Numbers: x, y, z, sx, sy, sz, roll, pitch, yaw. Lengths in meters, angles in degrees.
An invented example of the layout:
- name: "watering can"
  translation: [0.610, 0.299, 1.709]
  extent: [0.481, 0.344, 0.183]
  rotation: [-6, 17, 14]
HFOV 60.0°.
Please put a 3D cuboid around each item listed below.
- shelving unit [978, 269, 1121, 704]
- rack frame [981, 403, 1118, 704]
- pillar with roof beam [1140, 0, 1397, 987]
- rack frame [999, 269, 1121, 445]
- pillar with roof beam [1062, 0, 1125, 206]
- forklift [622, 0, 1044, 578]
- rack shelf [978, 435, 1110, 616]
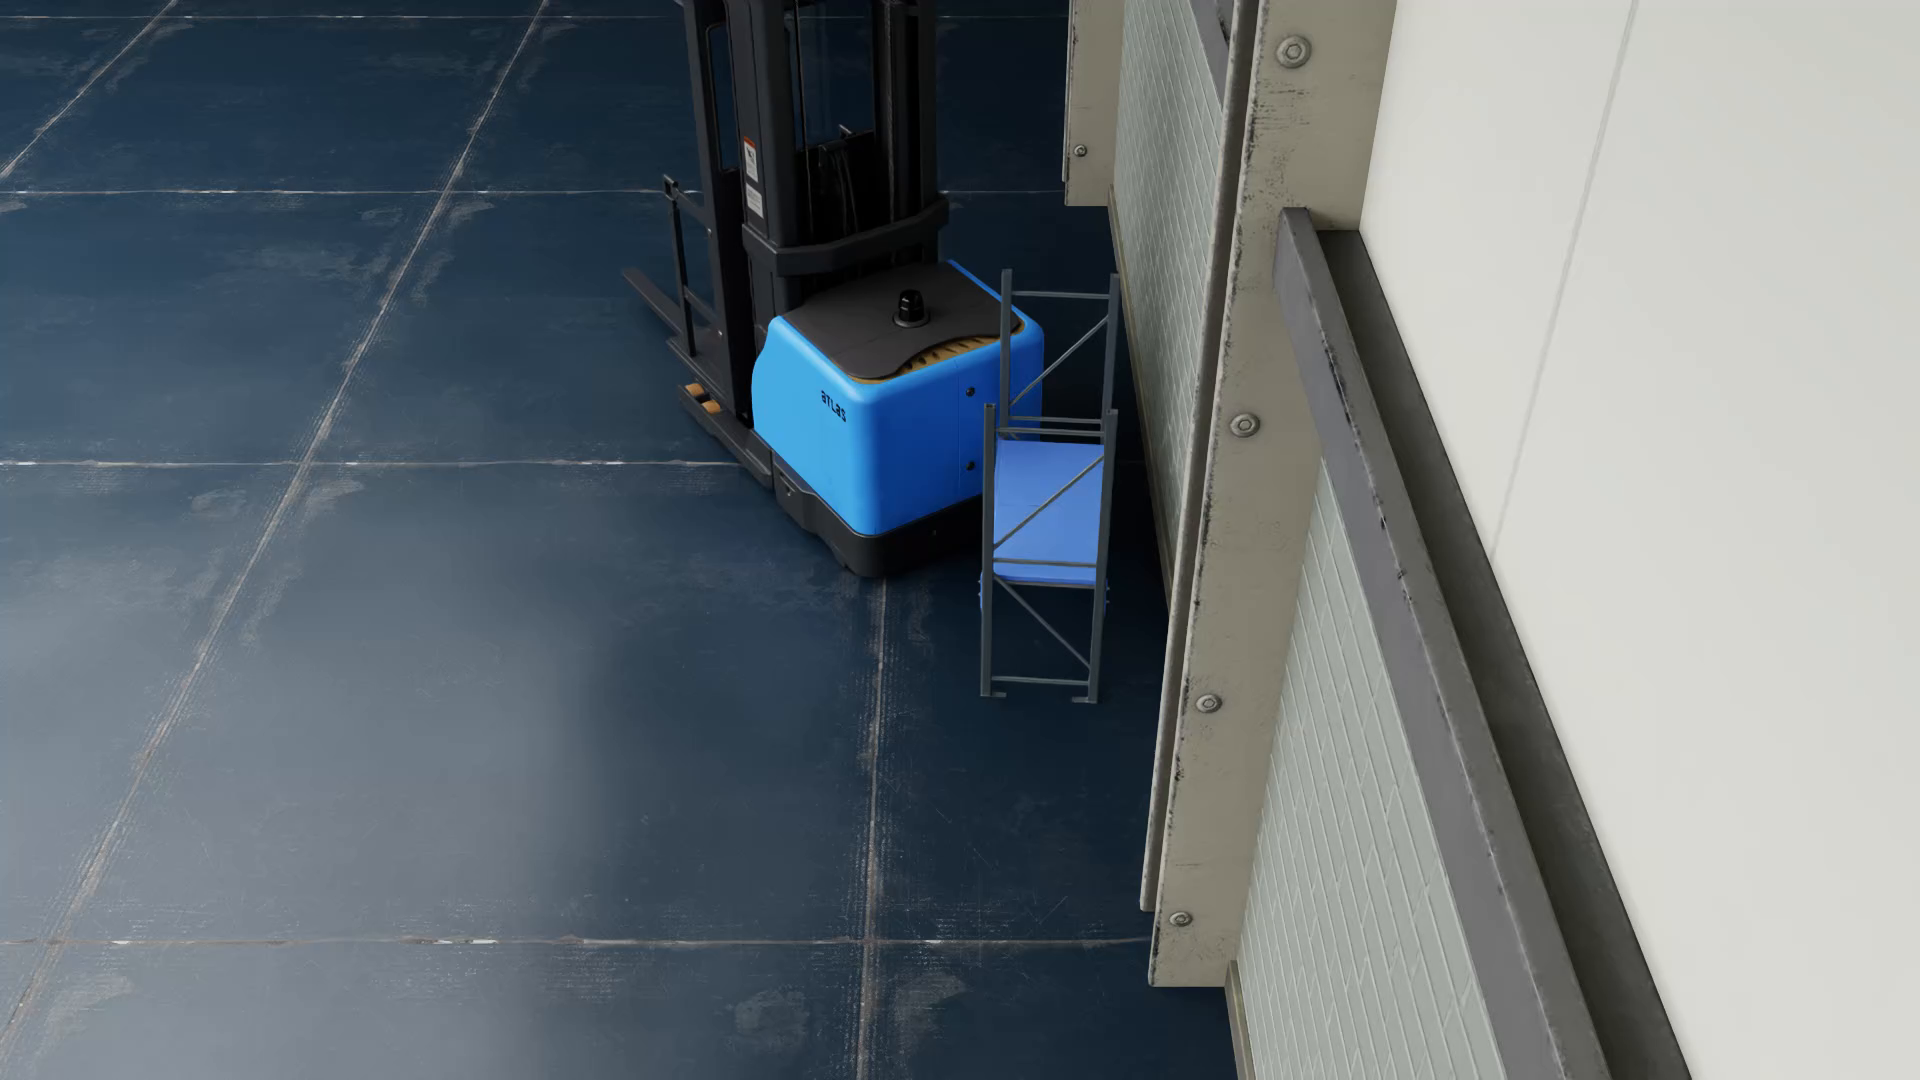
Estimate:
- name: "shelving unit"
  translation: [0.383, -0.222, 7.073]
  extent: [0.538, 1.500, 1.048]
  rotation: [3, 39, 4]
- name: "rack frame"
  translation: [0.340, 0.095, 6.677]
  extent: [0.500, 1.500, 0.032]
  rotation: [3, 39, 4]
- name: "pillar with roof beam"
  translation: [-3.469, -2.025, 3.327]
  extent: [9.100, 9.000, 0.400]
  rotation: [0, 39, 0]
- name: "rack frame"
  translation: [0.427, -0.538, 7.468]
  extent: [0.500, 1.500, 0.032]
  rotation: [3, 39, 4]
- name: "pillar with roof beam"
  translation: [-3.476, -5.777, 8.009]
  extent: [9.100, 9.000, 0.400]
  rotation: [0, 39, 0]
- name: "forklift"
  translation: [-0.836, -1.857, 7.969]
  extent: [1.130, 2.935, 3.031]
  rotation: [-23, 44, -26]
- name: "rack shelf"
  translation: [0.383, -0.081, 7.185]
  extent: [0.538, 0.185, 1.000]
  rotation: [3, 39, 4]
